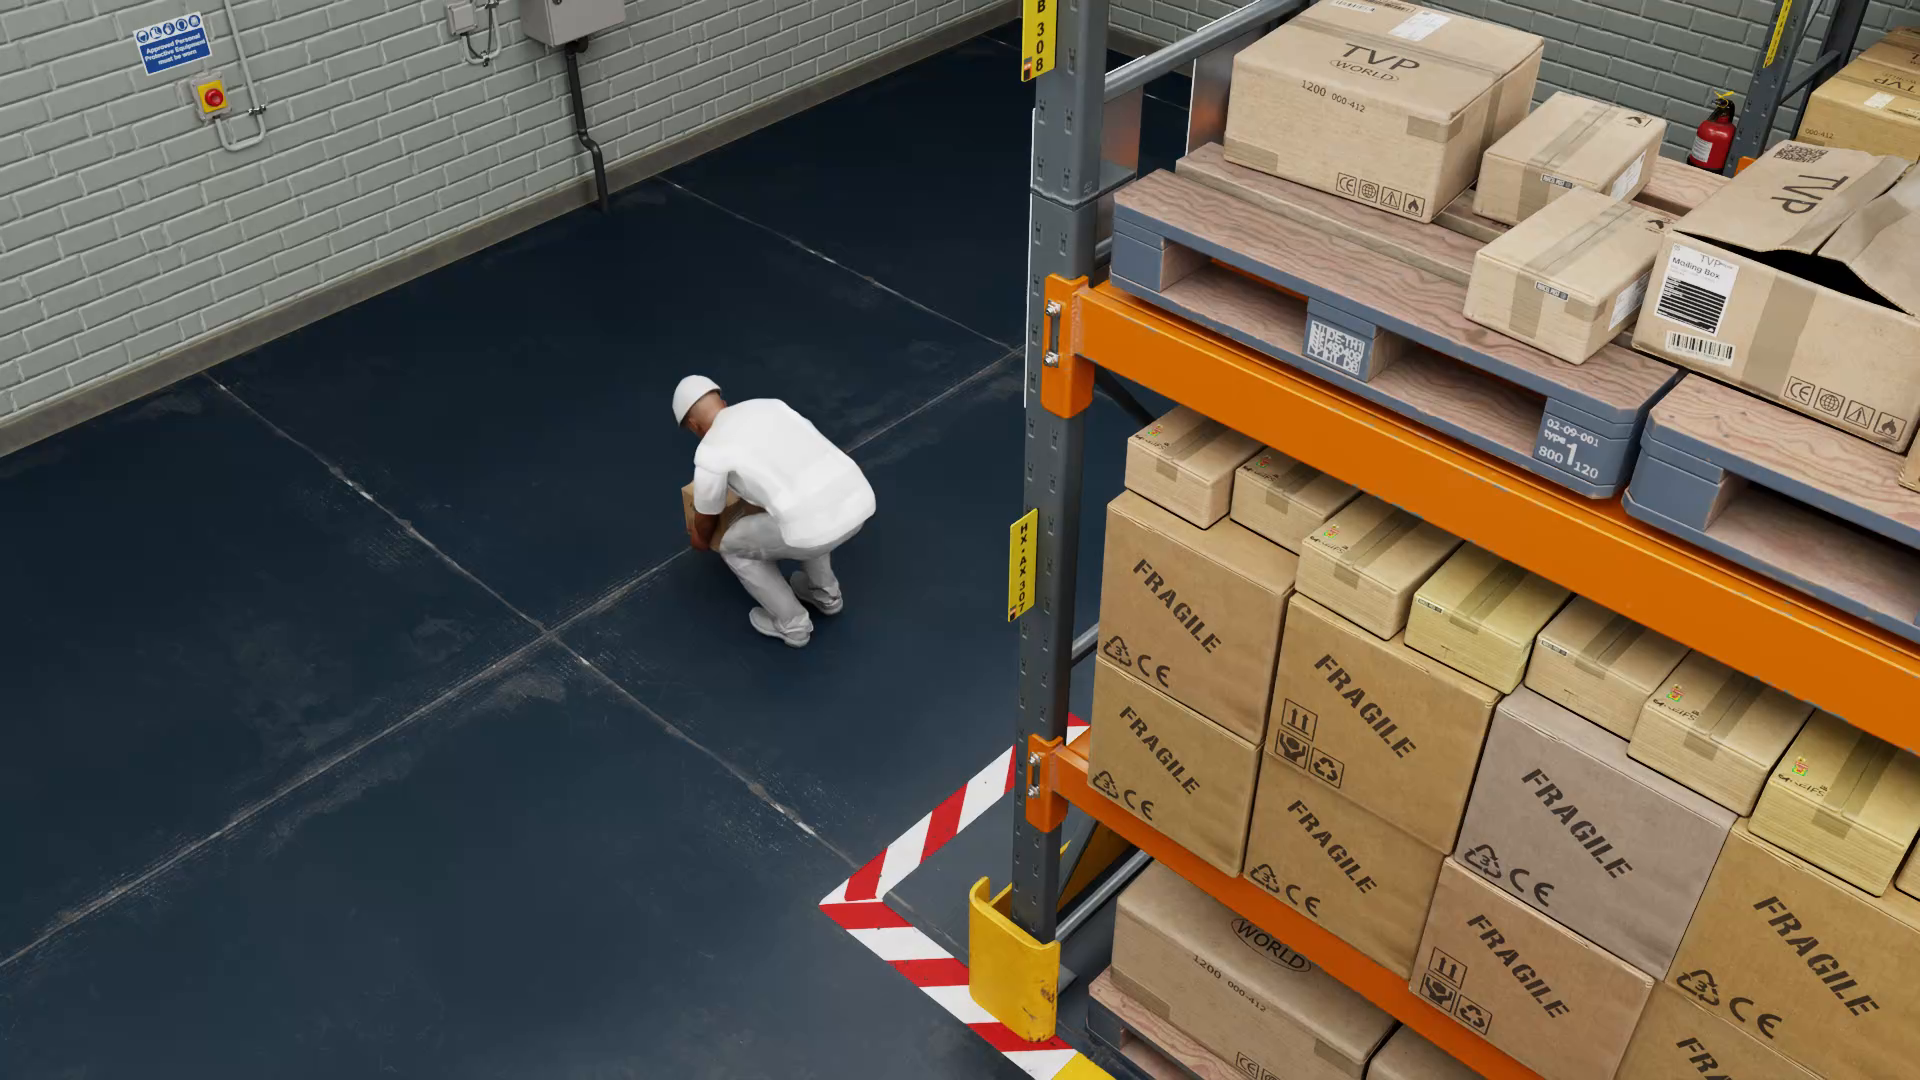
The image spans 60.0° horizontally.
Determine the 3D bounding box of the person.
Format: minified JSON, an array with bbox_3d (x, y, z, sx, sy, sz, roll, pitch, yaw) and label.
[{"bbox_3d":[-0.794,-0.119,6.884,0.946,1.010,0.525,28,47,30],"label":"person"}]
